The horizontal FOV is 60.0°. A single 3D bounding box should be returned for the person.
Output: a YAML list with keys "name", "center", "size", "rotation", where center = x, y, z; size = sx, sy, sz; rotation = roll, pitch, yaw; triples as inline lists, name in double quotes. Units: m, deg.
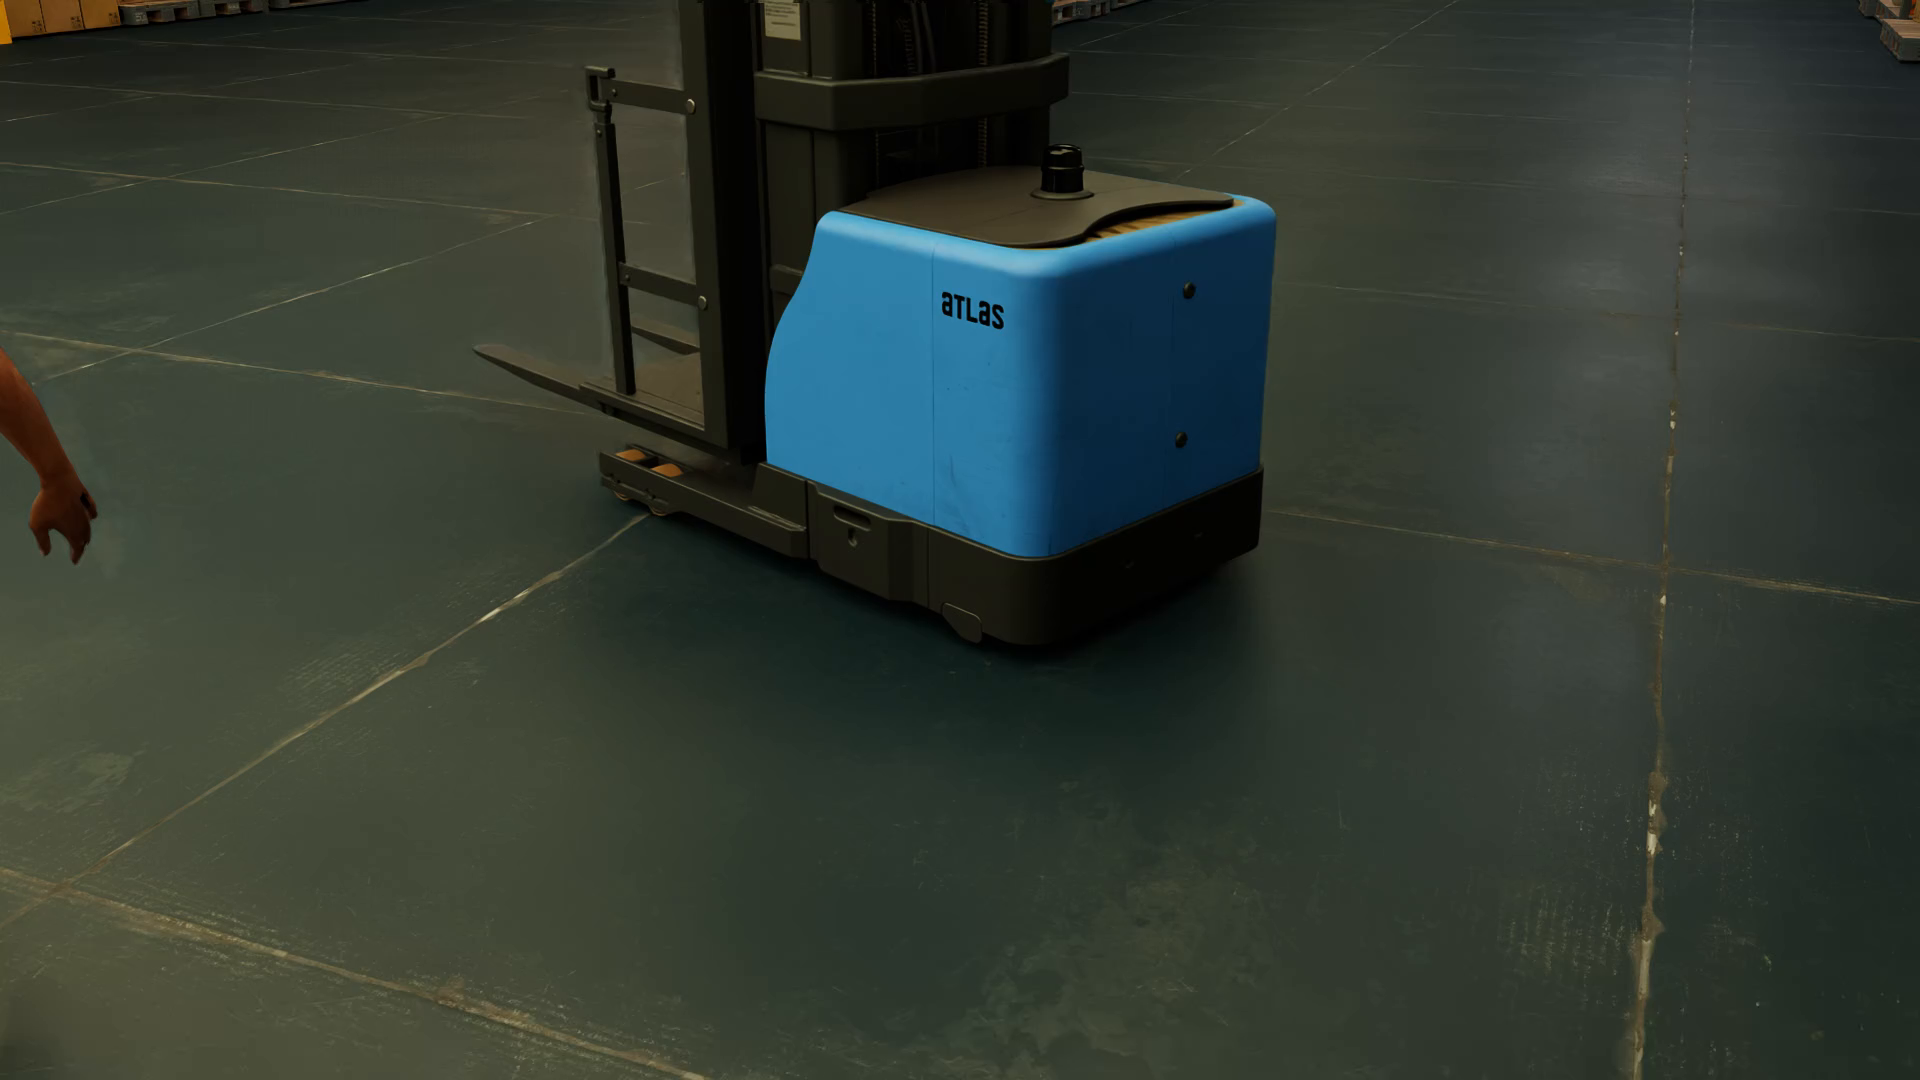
- name: "person"
  center: [-1.930, 0.109, 2.702]
  size: [0.657, 1.762, 0.817]
  rotation: [6, 23, 13]

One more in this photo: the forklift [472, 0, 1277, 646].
- name: "forklift"
  center: [-0.523, -1.552, 5.004]
  size: [3.031, 2.935, 1.130]
  rotation: [21, 30, 40]
